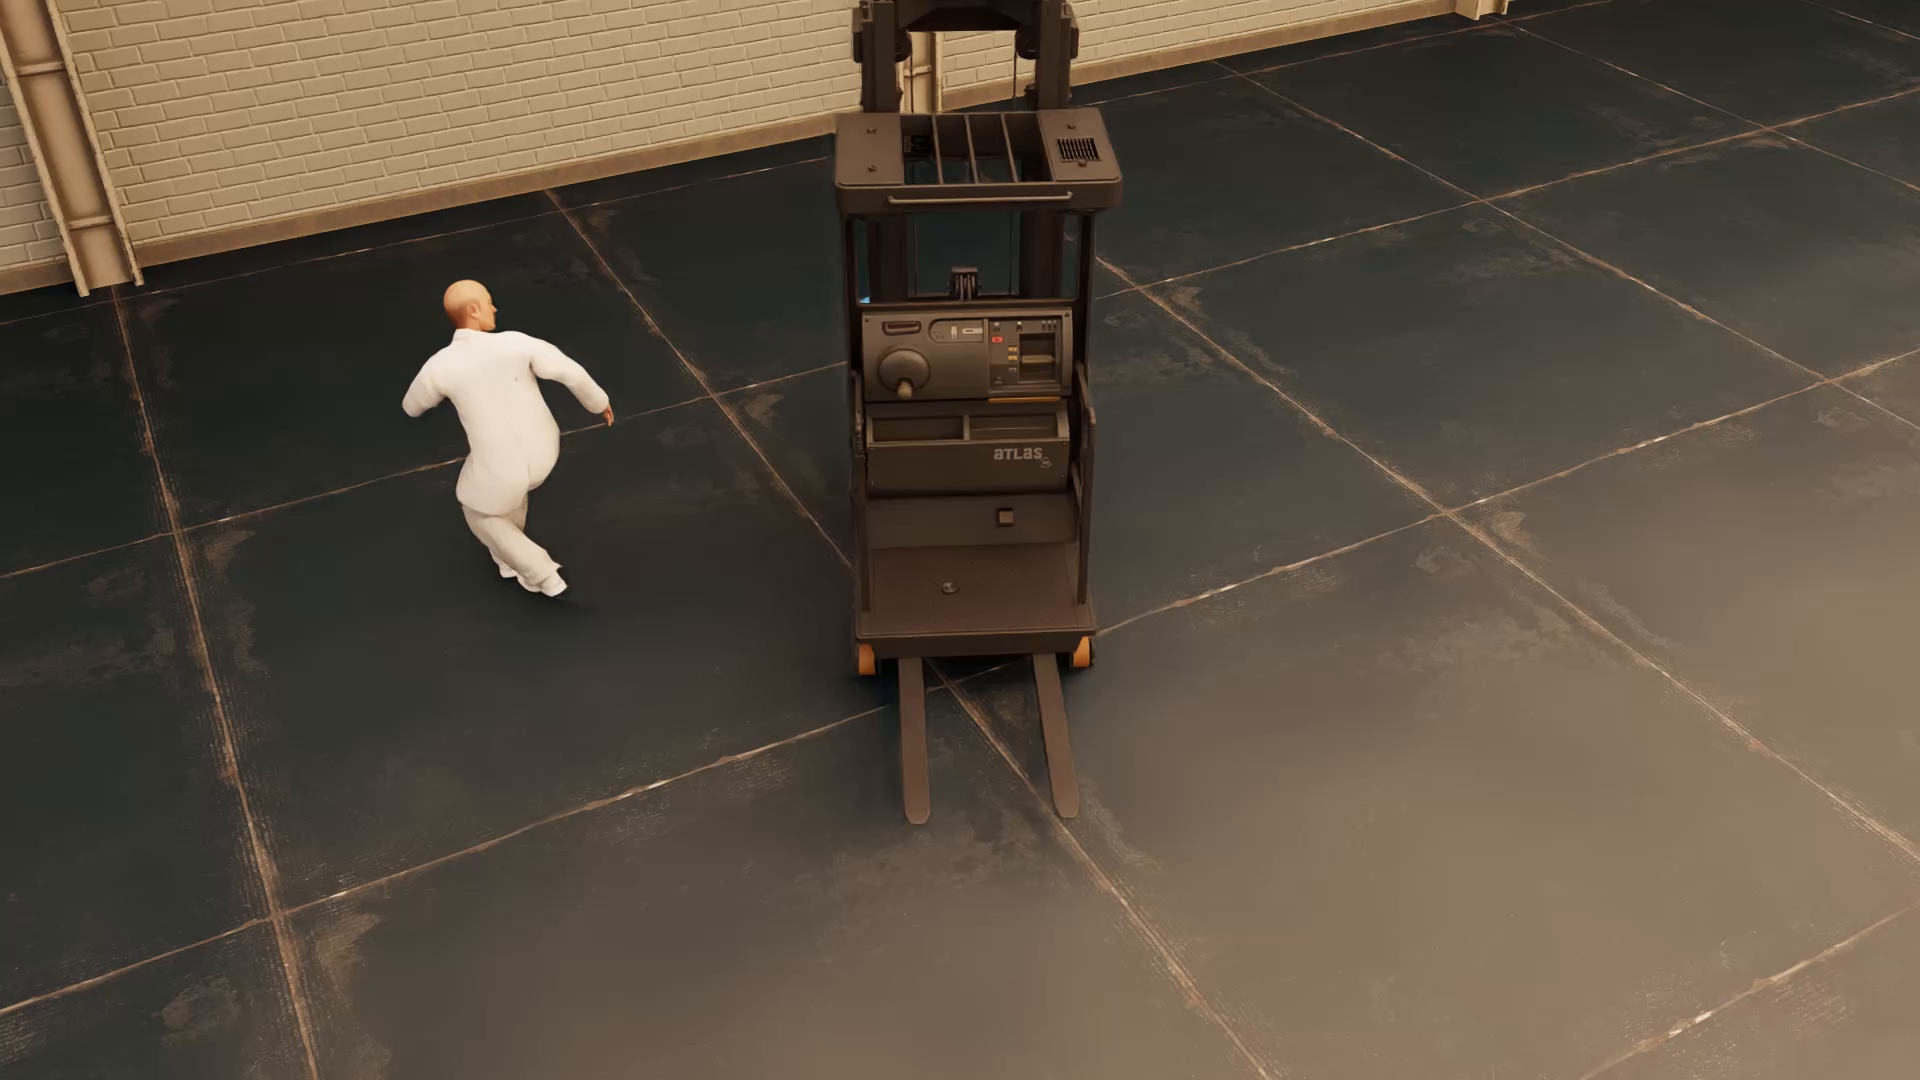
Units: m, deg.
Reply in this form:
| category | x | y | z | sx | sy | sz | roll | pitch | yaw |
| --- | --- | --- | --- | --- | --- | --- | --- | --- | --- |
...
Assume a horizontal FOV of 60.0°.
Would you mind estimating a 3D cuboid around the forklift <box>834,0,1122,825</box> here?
| category | x | y | z | sx | sy | sz | roll | pitch | yaw |
| --- | --- | --- | --- | --- | --- | --- | --- | --- | --- |
| forklift | 0.049 | -0.759 | 7.197 | 1.130 | 2.935 | 3.031 | -2 | 35 | -3 |

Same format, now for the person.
| category | x | y | z | sx | sy | sz | roll | pitch | yaw |
| --- | --- | --- | --- | --- | --- | --- | --- | --- | --- |
| person | -2.146 | -0.521 | 7.996 | 0.926 | 1.641 | 0.911 | -19 | 40 | -25 |
